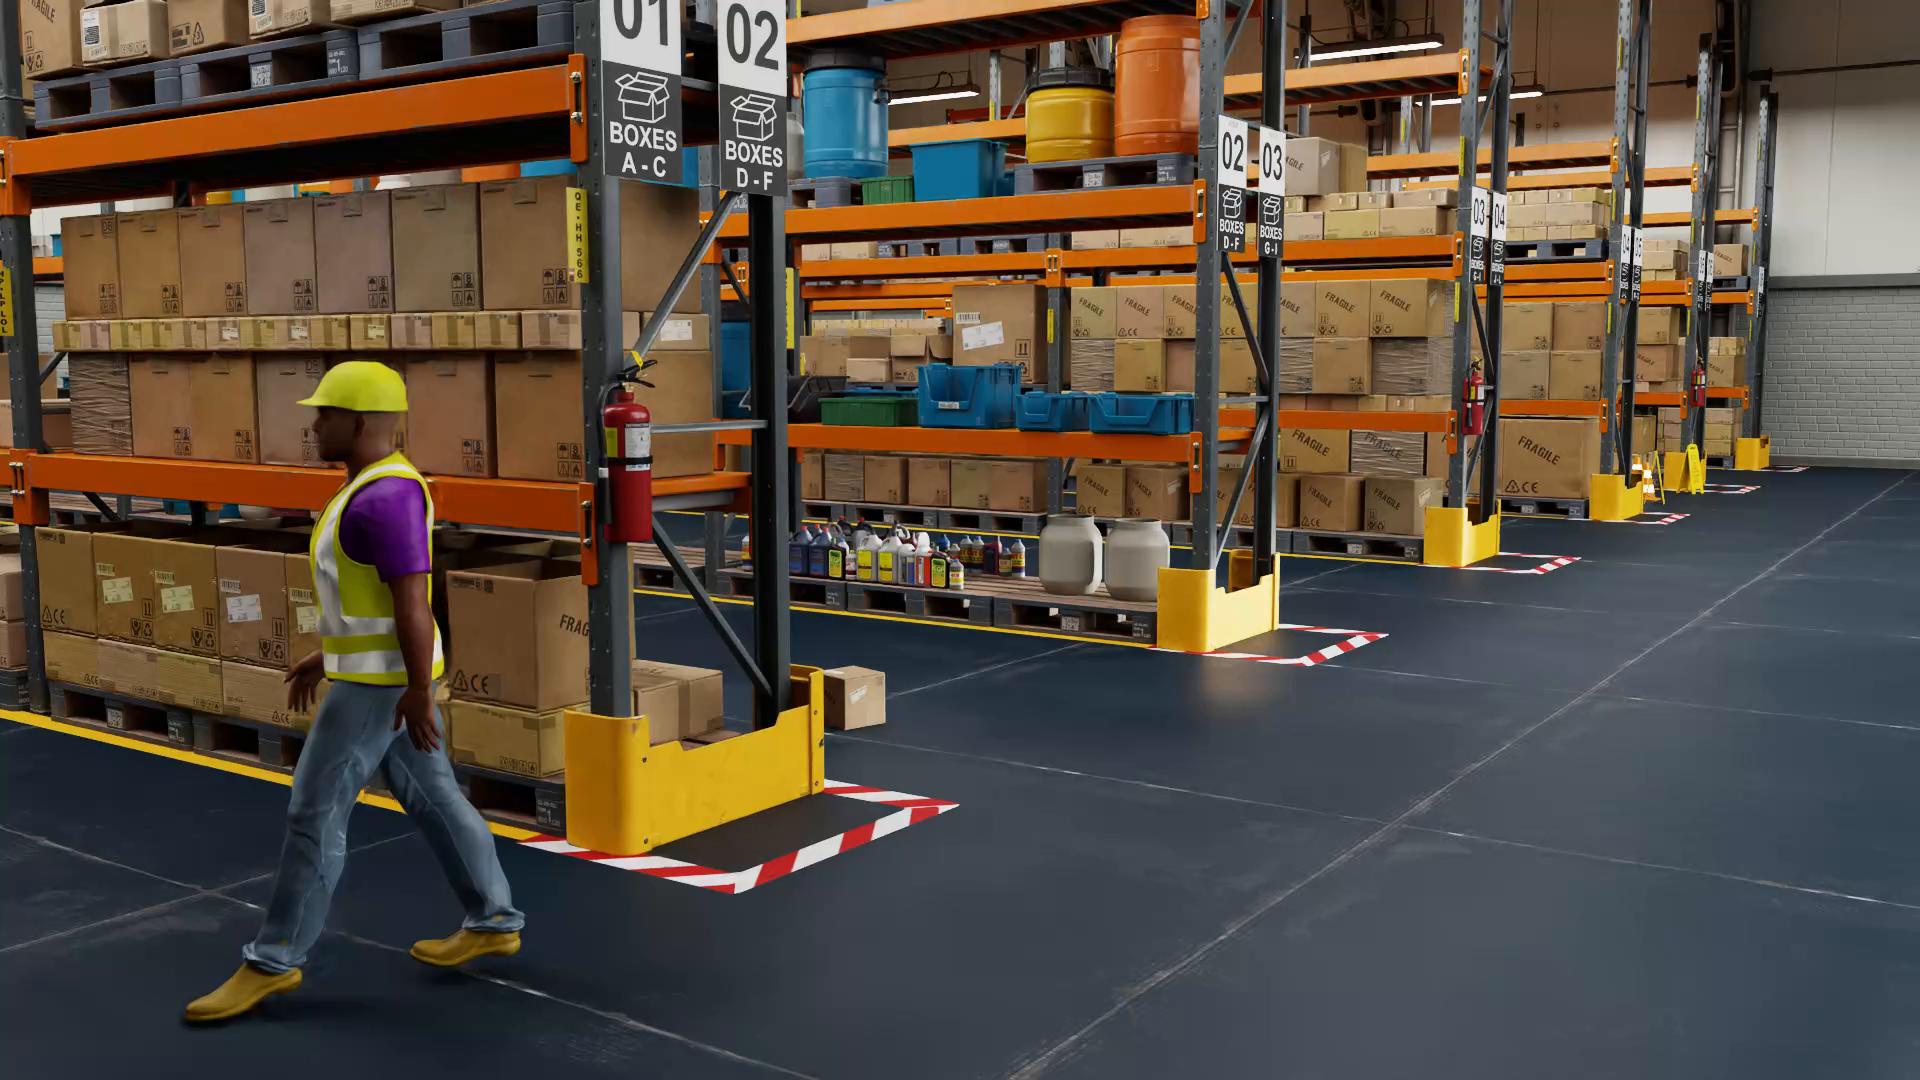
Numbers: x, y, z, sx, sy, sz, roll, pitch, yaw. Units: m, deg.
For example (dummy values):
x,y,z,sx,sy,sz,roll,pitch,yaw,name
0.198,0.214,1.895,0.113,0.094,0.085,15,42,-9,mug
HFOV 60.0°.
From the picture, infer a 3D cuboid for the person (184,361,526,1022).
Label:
x,y,z,sx,sy,sz,roll,pitch,yaw,name
-1.700,0.380,4.661,0.893,1.753,0.595,-2,7,-16,person
